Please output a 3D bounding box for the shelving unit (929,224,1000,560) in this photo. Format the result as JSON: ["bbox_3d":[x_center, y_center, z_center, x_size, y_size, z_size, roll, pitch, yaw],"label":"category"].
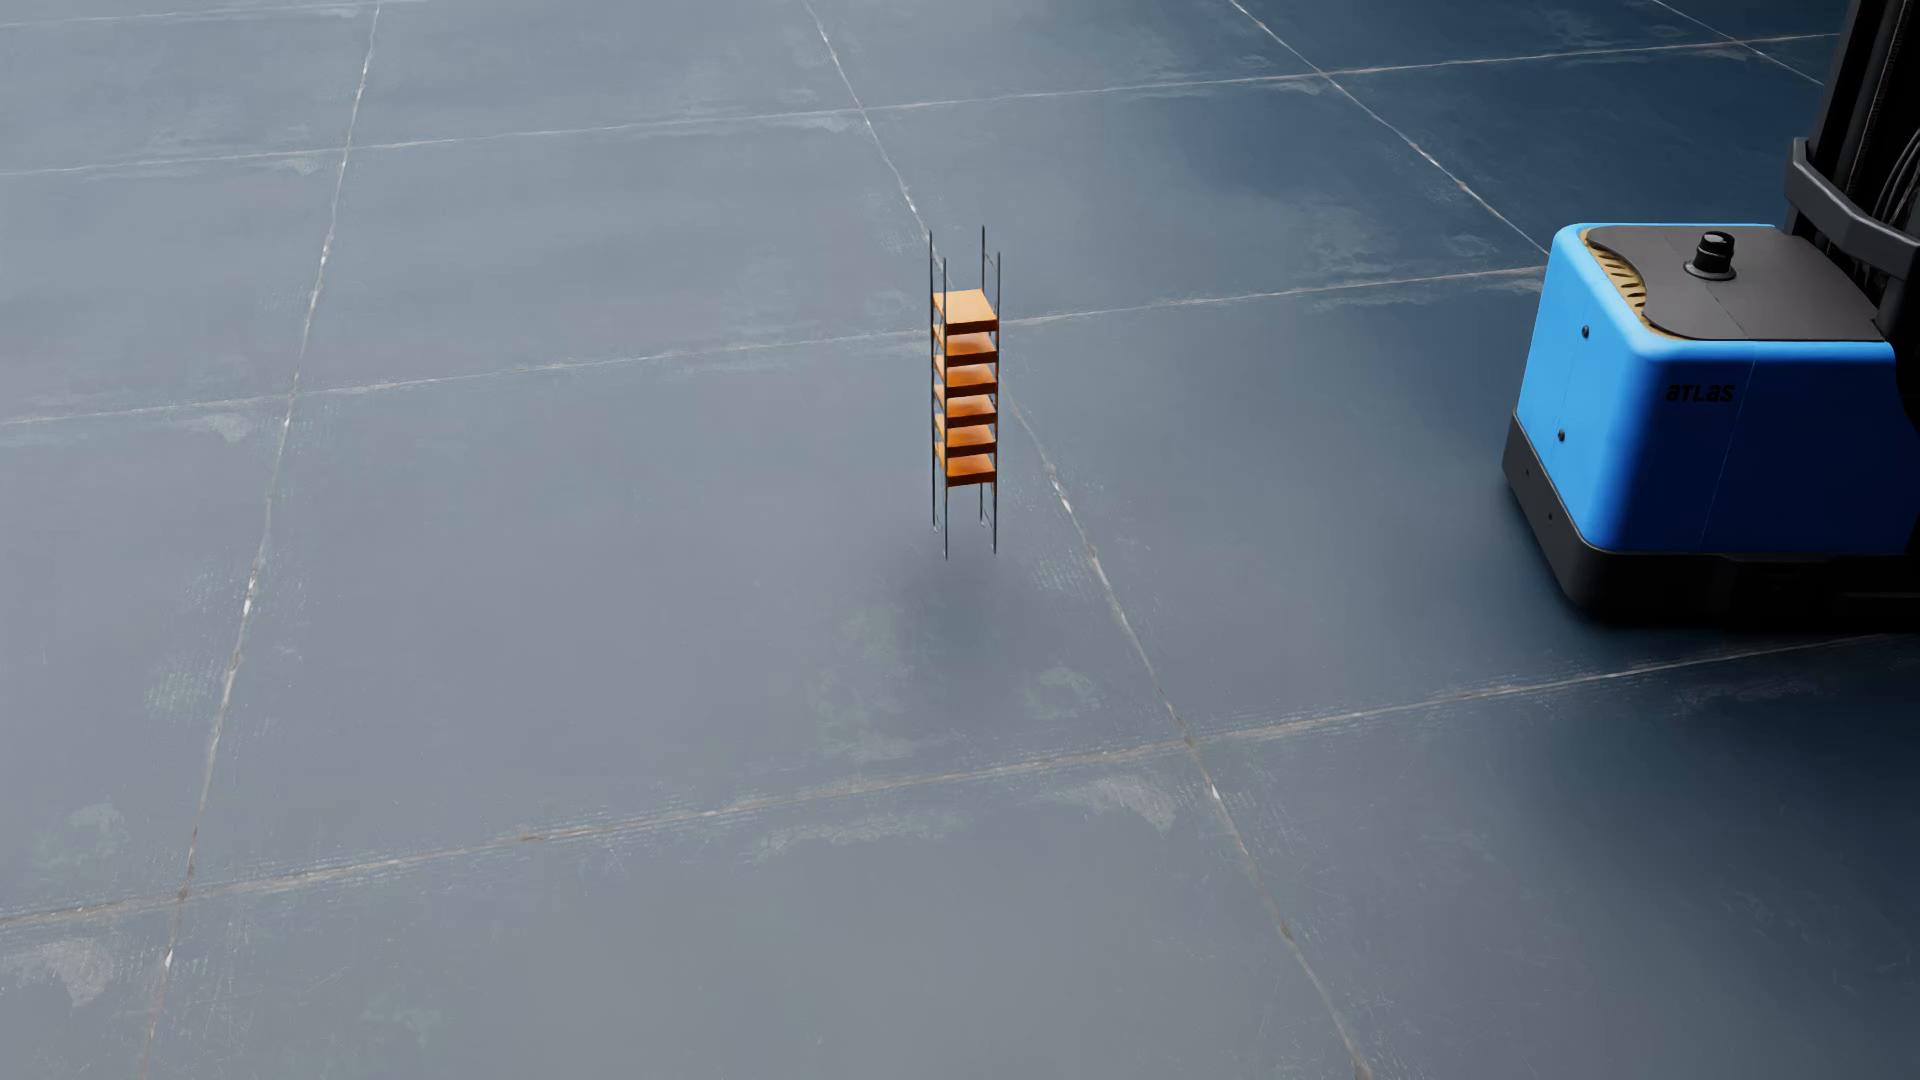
[{"bbox_3d":[0.014,-0.500,5.881,0.189,1.200,0.258,-7,35,-11],"label":"shelving unit"}]

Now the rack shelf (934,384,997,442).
[{"bbox_3d":[0.014,-0.463,5.906,0.180,0.103,0.258,-7,35,-11],"label":"rack shelf"}]

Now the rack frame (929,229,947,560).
[{"bbox_3d":[-0.075,-0.489,5.864,0.006,1.200,0.240,-7,35,-11],"label":"rack frame"}]

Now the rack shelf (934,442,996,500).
[{"bbox_3d":[0.014,-0.264,6.040,0.180,0.103,0.258,-7,35,-11],"label":"rack shelf"}]

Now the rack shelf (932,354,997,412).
[{"bbox_3d":[0.014,-0.563,5.839,0.180,0.103,0.258,-7,35,-11],"label":"rack shelf"}]

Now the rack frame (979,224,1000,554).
[{"bbox_3d":[0.103,-0.511,5.898,0.006,1.200,0.240,-7,35,-11],"label":"rack frame"}]

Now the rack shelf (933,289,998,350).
[{"bbox_3d":[0.014,-0.762,5.705,0.180,0.103,0.258,-7,35,-11],"label":"rack shelf"}]

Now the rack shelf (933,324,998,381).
[{"bbox_3d":[0.014,-0.662,5.772,0.180,0.103,0.258,-7,35,-11],"label":"rack shelf"}]

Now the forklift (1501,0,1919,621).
[{"bbox_3d":[3.630,-1.195,5.364,3.031,2.935,1.130,0,34,1],"label":"forklift"}]

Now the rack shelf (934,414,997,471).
[{"bbox_3d":[0.014,-0.363,5.973,0.180,0.103,0.258,-7,35,-11],"label":"rack shelf"}]
